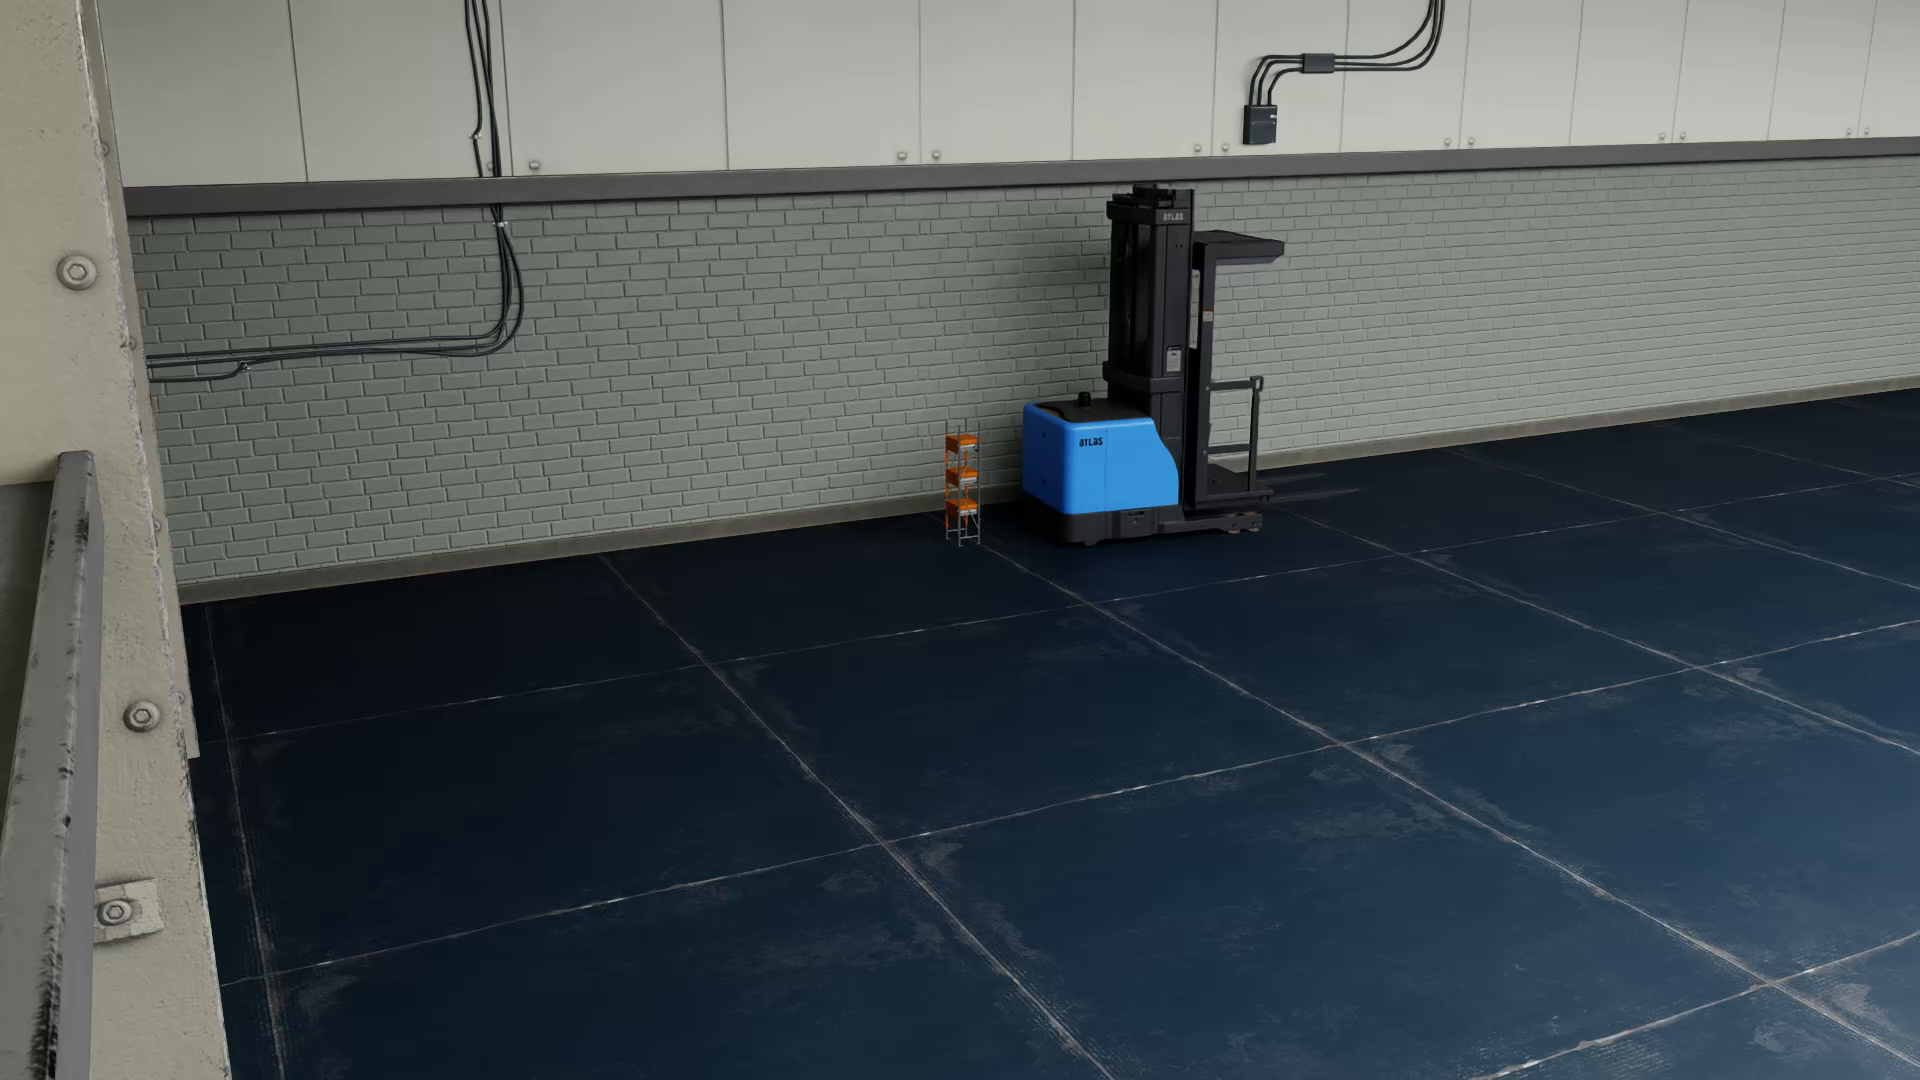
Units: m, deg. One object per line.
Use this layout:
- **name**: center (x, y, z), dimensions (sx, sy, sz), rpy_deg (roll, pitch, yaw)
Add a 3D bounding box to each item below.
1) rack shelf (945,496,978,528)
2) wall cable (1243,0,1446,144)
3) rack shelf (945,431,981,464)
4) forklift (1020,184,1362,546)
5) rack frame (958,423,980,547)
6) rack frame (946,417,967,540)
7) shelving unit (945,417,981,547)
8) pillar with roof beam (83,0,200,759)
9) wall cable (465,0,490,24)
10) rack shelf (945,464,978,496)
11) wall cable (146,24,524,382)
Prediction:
- **rack shelf**: center (0.023, -0.214, 14.139), dimensions (0.215, 0.259, 0.240), rpy_deg (-8, 18, -25)
- **wall cable**: center (3.733, -6.747, 15.284), dimensions (2.305, 6.003, 0.169), rpy_deg (-8, 18, -25)
- **rack shelf**: center (0.023, -0.754, 13.984), dimensions (0.215, 0.259, 0.240), rpy_deg (-8, 18, -25)
- **forklift**: center (2.106, -1.591, 14.483), dimensions (3.031, 2.935, 1.130), rpy_deg (-6, 17, -20)
- **rack frame**: center (0.077, -0.461, 13.954), dimensions (0.200, 1.050, 0.008), rpy_deg (-8, 18, -25)
- **rack frame**: center (-0.030, -0.522, 14.165), dimensions (0.200, 1.050, 0.008), rpy_deg (-8, 18, -25)
- **shelving unit**: center (0.023, -0.491, 14.060), dimensions (0.215, 1.050, 0.252), rpy_deg (-8, 18, -25)
- **pillar with roof beam**: center (-0.836, -3.599, 10.479), dimensions (9.100, 9.000, 0.400), rpy_deg (-8, 18, -25)
- **wall cable**: center (-2.376, -5.231, 12.640), dimensions (3.097, 2.526, 0.112), rpy_deg (-8, 18, -25)
- **rack shelf**: center (0.023, -0.481, 14.063), dimensions (0.215, 0.259, 0.240), rpy_deg (-8, 18, -25)
- **wall cable**: center (-4.808, -2.477, 12.197), dimensions (3.097, 2.526, 0.112), rpy_deg (-8, 18, -25)
